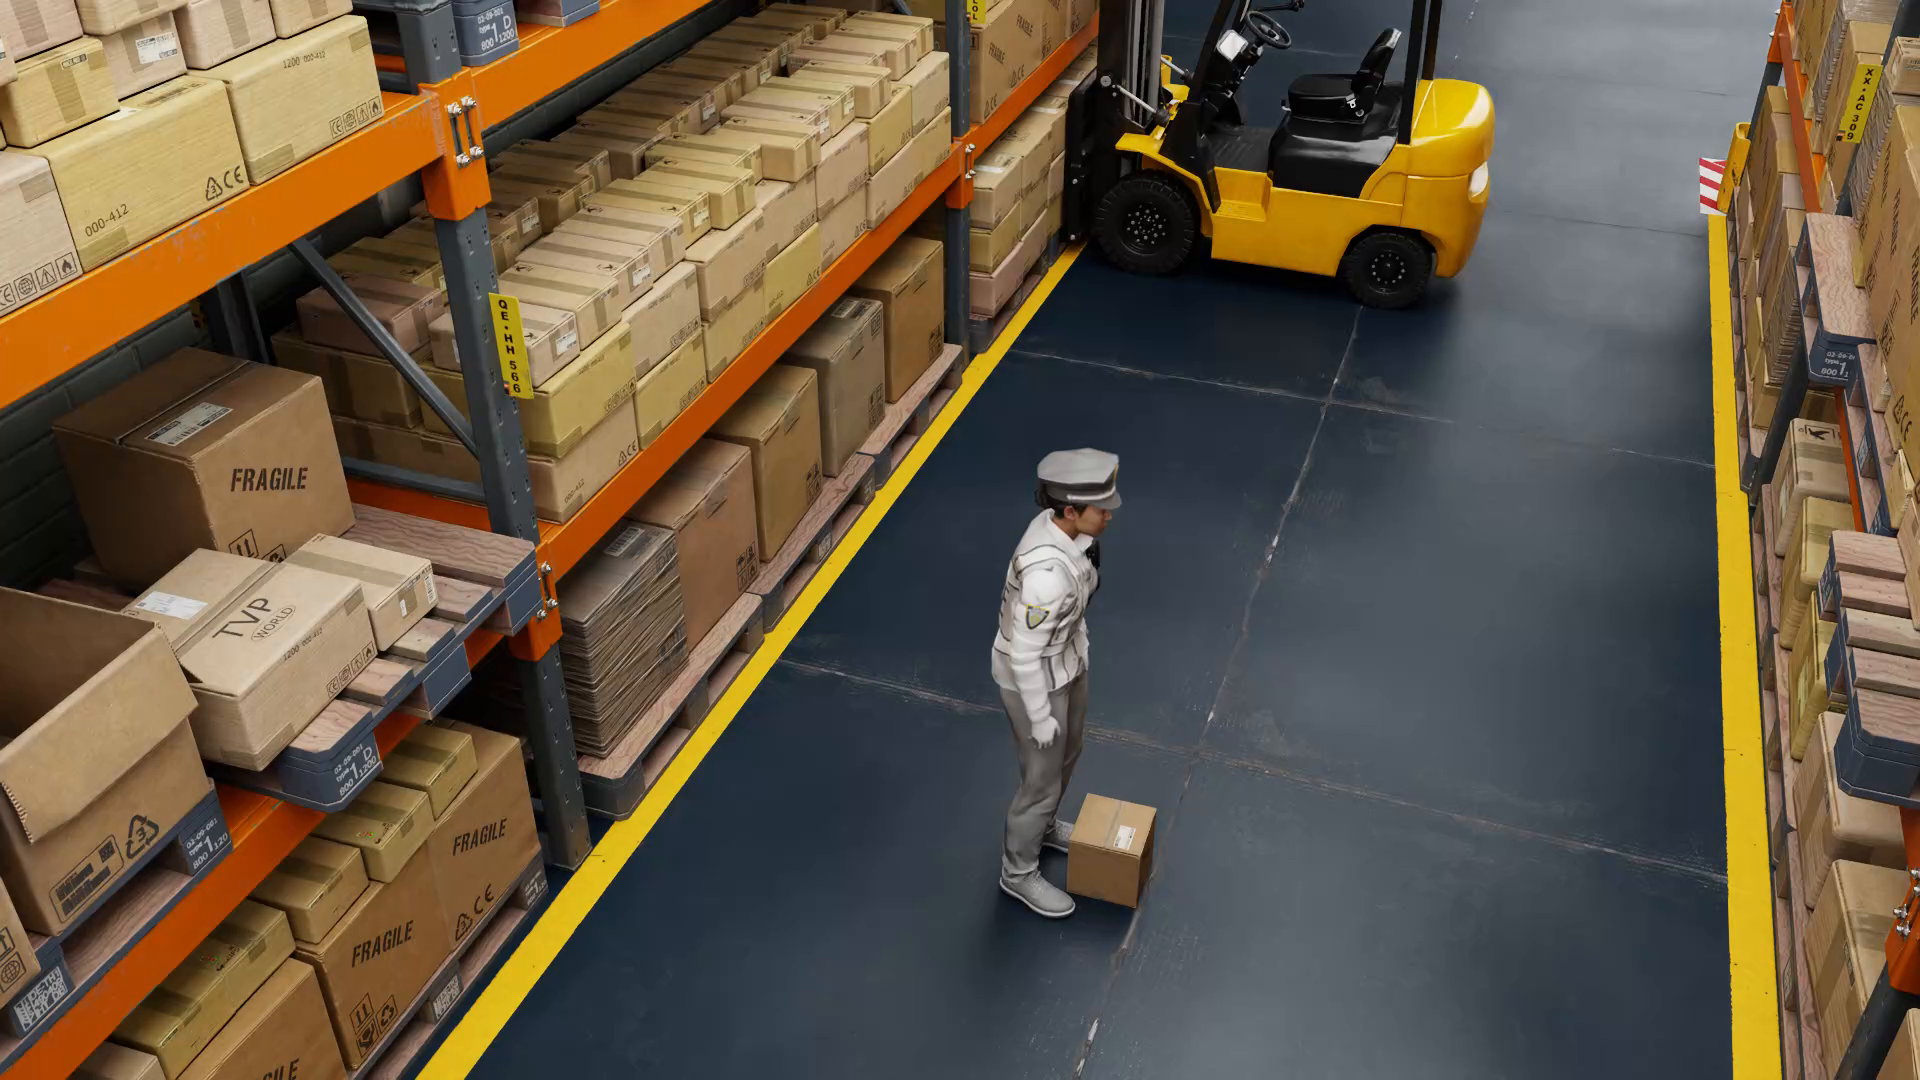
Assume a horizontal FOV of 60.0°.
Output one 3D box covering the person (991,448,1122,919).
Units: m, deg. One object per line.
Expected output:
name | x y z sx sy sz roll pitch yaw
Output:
person | 0.304 0.452 5.461 0.378 1.655 0.537 11 35 15
